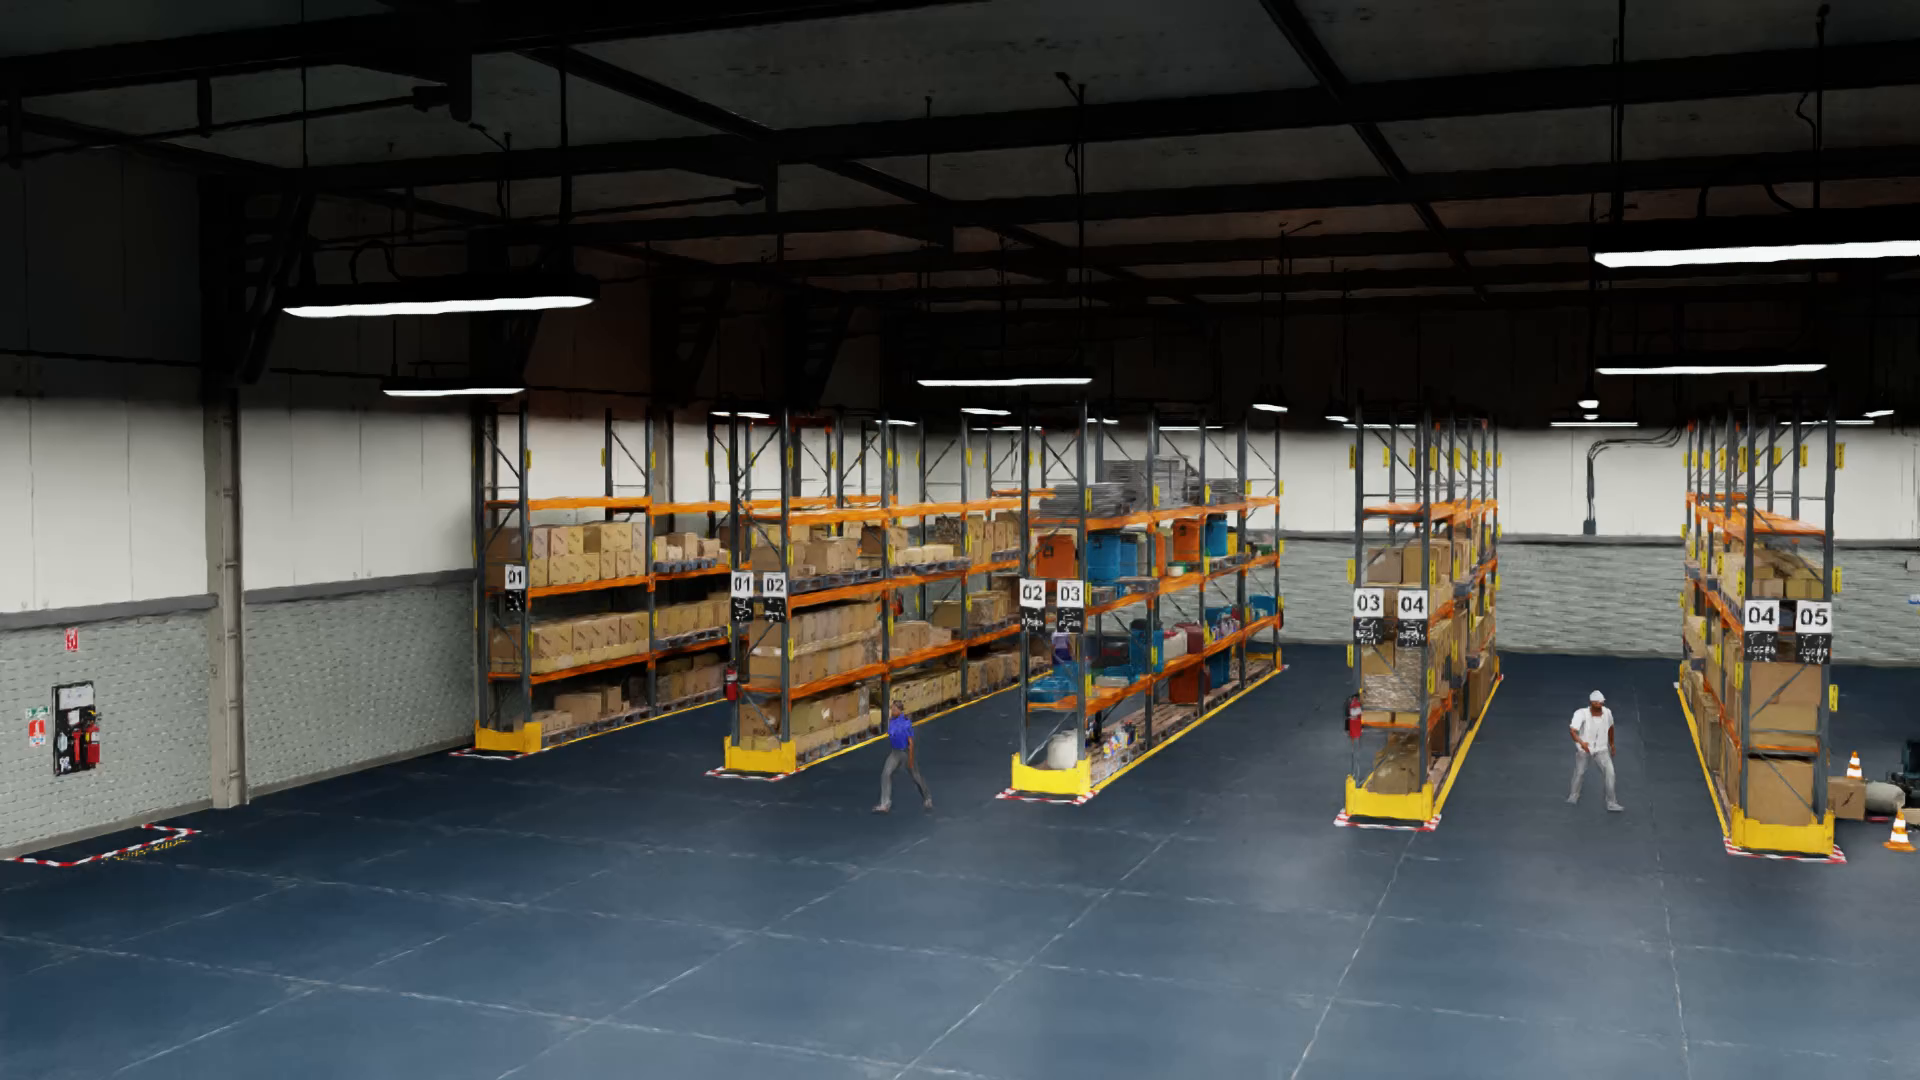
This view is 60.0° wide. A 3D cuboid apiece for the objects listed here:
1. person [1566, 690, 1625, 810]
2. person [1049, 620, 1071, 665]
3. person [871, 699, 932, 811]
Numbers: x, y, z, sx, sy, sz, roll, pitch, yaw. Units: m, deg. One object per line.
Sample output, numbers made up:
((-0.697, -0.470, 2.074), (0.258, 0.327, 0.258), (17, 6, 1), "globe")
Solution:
((9.070, 2.987, 23.838), (0.709, 1.702, 0.835), (0, 3, 5), "person")
((2.083, 2.477, 34.888), (0.598, 1.632, 0.556), (-2, 4, -39), "person")
((-0.805, 3.051, 23.647), (0.494, 1.595, 0.923), (3, 4, 43), "person")
